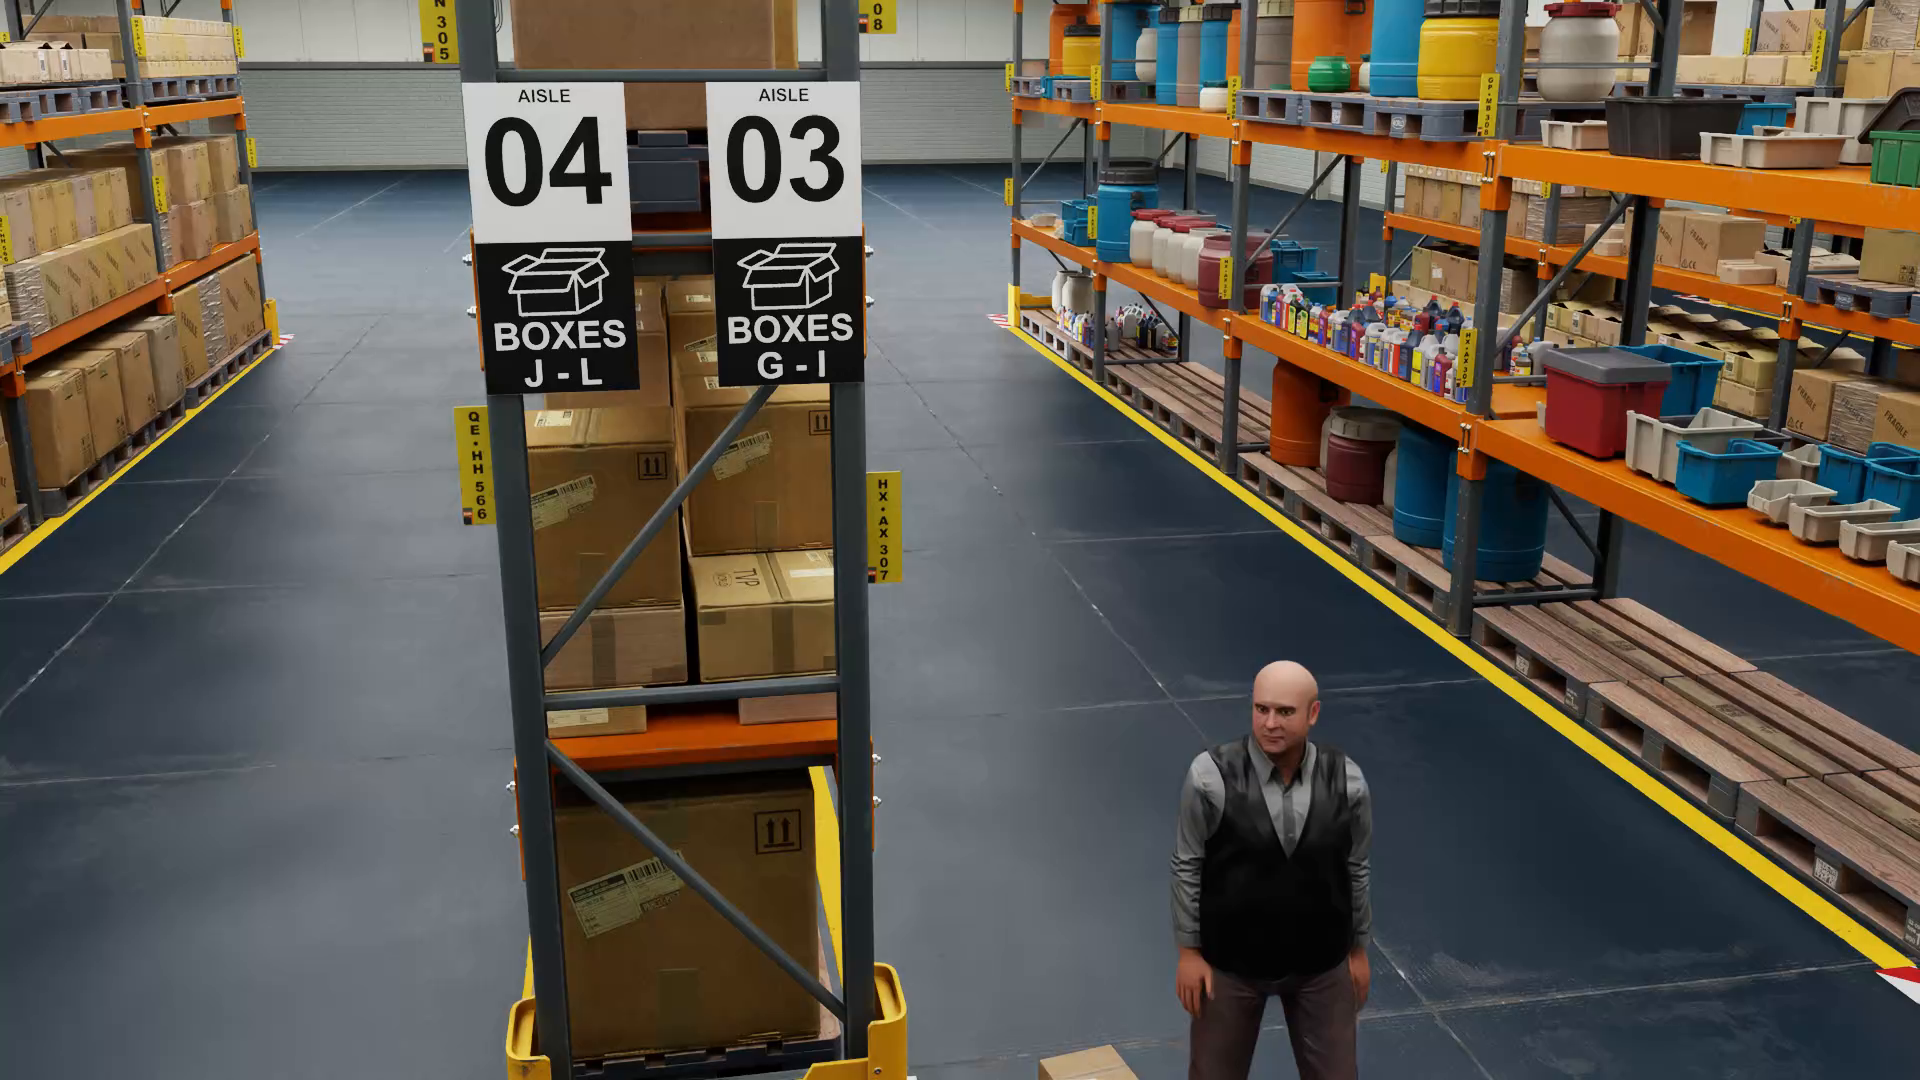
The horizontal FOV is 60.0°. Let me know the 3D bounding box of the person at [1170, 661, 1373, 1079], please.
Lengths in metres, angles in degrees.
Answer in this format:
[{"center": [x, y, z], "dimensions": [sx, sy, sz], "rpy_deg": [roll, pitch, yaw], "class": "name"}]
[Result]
[{"center": [0.859, 1.147, 4.598], "dimensions": [0.569, 1.705, 0.711], "rpy_deg": [-2, 16, -6], "class": "person"}]
